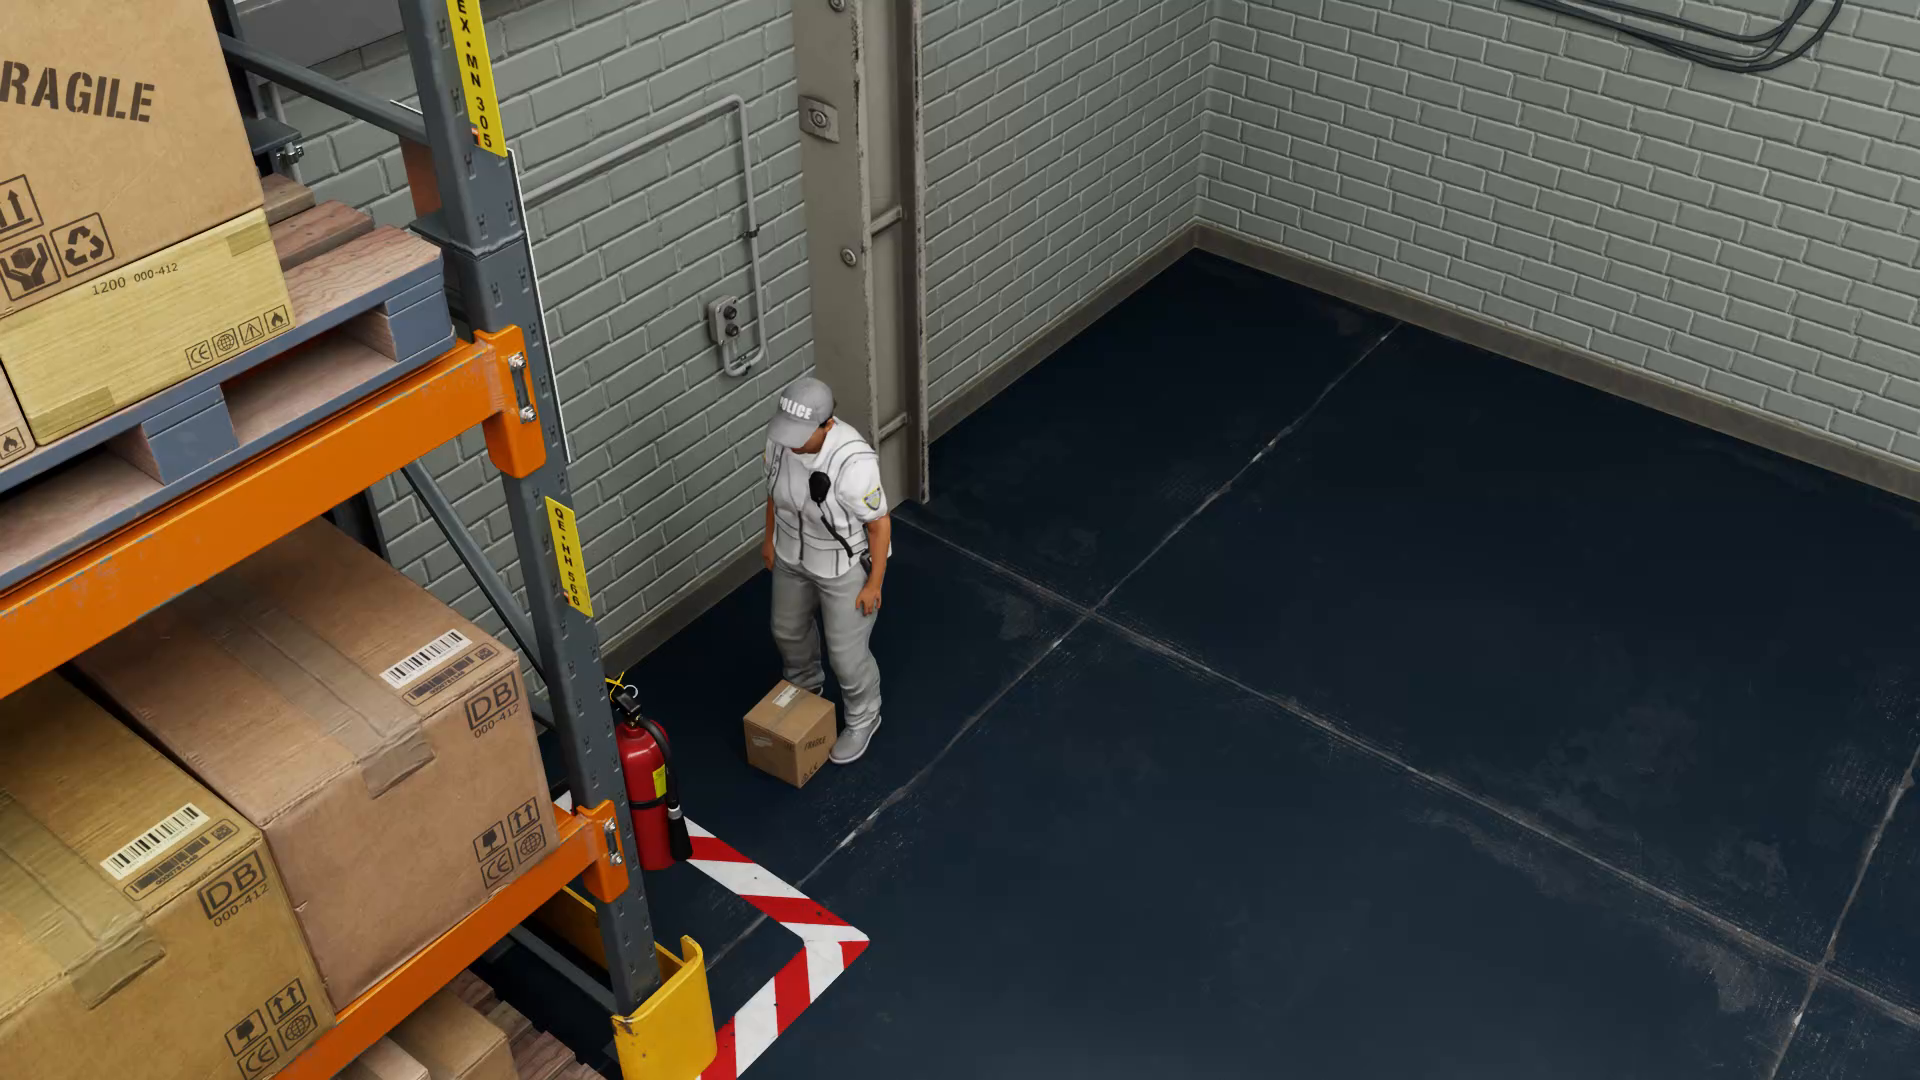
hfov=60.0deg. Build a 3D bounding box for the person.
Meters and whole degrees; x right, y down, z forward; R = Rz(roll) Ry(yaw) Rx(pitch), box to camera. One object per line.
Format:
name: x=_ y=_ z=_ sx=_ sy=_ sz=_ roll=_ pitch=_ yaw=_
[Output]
person: x=-0.513 y=0.084 z=6.047 sx=0.557 sy=1.665 sz=0.468 roll=23 pitch=44 yaw=26
